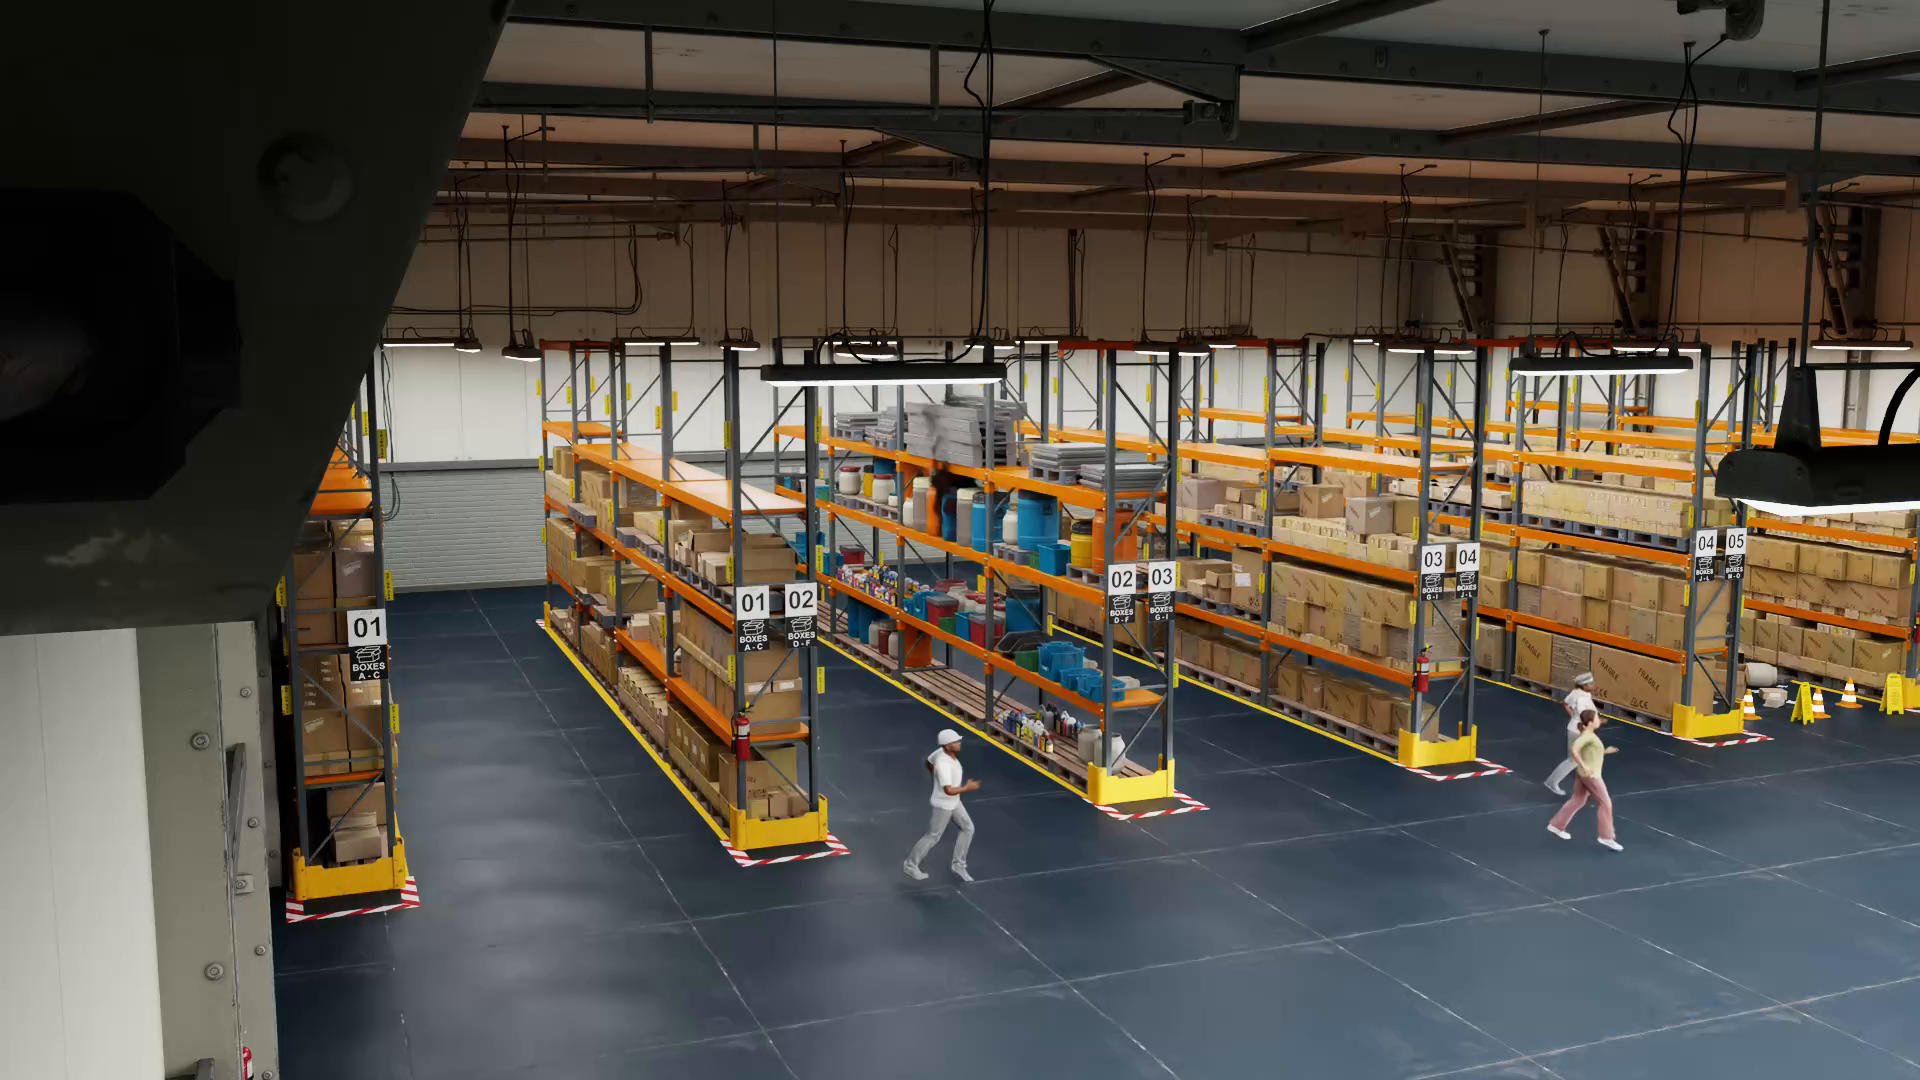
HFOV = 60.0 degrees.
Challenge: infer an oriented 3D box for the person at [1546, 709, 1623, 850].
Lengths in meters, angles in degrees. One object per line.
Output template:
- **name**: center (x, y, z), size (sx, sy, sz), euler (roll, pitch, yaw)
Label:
- **person**: center (7.588, 2.920, 20.117), size (0.875, 1.622, 0.548), euler (1, 8, 9)

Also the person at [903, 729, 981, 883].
- **person**: center (-0.190, 3.020, 18.844), size (0.896, 1.810, 0.708), euler (1, 8, 8)

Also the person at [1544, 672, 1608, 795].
- **person**: center (8.247, 2.616, 22.222), size (0.784, 1.750, 0.591), euler (2, 8, 17)
